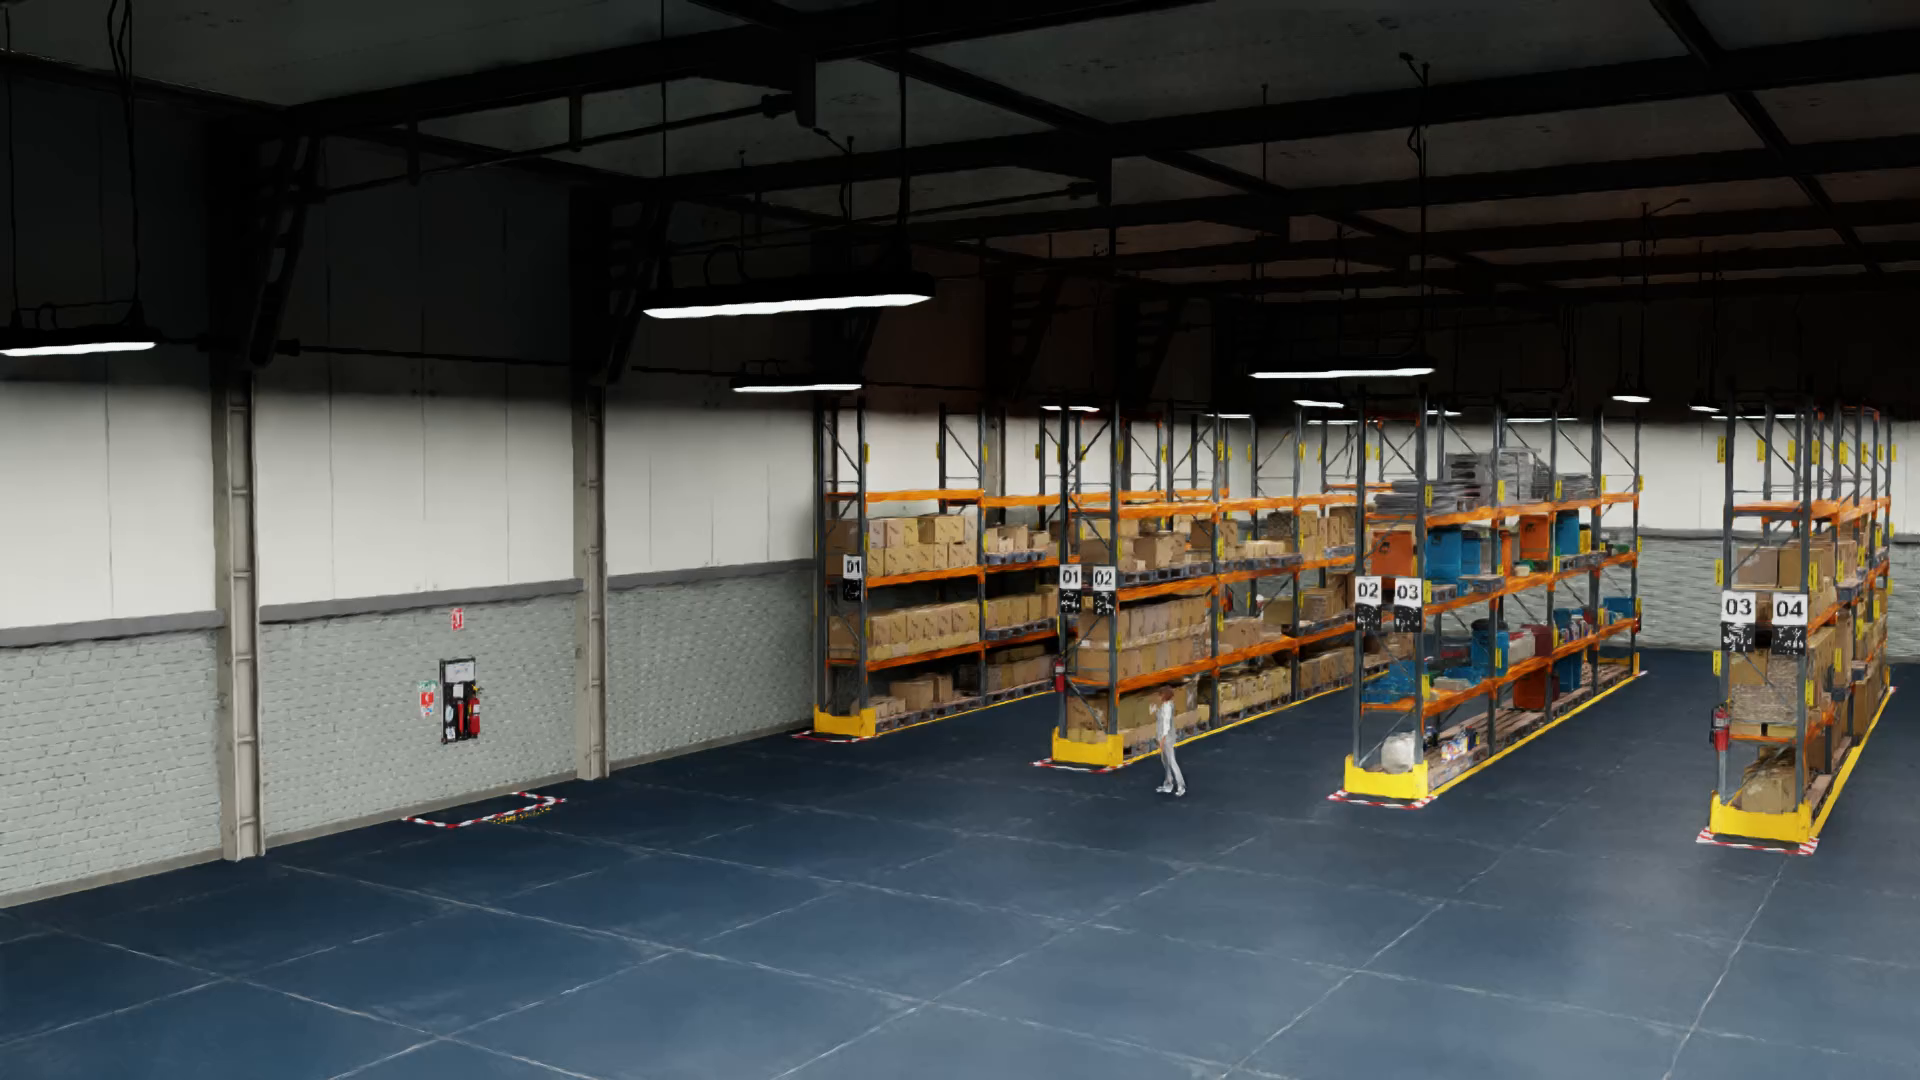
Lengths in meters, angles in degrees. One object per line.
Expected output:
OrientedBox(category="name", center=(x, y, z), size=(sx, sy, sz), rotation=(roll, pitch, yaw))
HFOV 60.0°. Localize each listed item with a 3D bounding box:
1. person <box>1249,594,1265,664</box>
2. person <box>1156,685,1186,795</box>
OrientedBox(category="person", center=(6.977, 2.109, 38.749), size=(0.543, 1.700, 1.115), rotation=(2, 4, 35))
OrientedBox(category="person", center=(3.093, 2.932, 24.410), size=(0.437, 1.594, 0.602), rotation=(0, 3, 6))
